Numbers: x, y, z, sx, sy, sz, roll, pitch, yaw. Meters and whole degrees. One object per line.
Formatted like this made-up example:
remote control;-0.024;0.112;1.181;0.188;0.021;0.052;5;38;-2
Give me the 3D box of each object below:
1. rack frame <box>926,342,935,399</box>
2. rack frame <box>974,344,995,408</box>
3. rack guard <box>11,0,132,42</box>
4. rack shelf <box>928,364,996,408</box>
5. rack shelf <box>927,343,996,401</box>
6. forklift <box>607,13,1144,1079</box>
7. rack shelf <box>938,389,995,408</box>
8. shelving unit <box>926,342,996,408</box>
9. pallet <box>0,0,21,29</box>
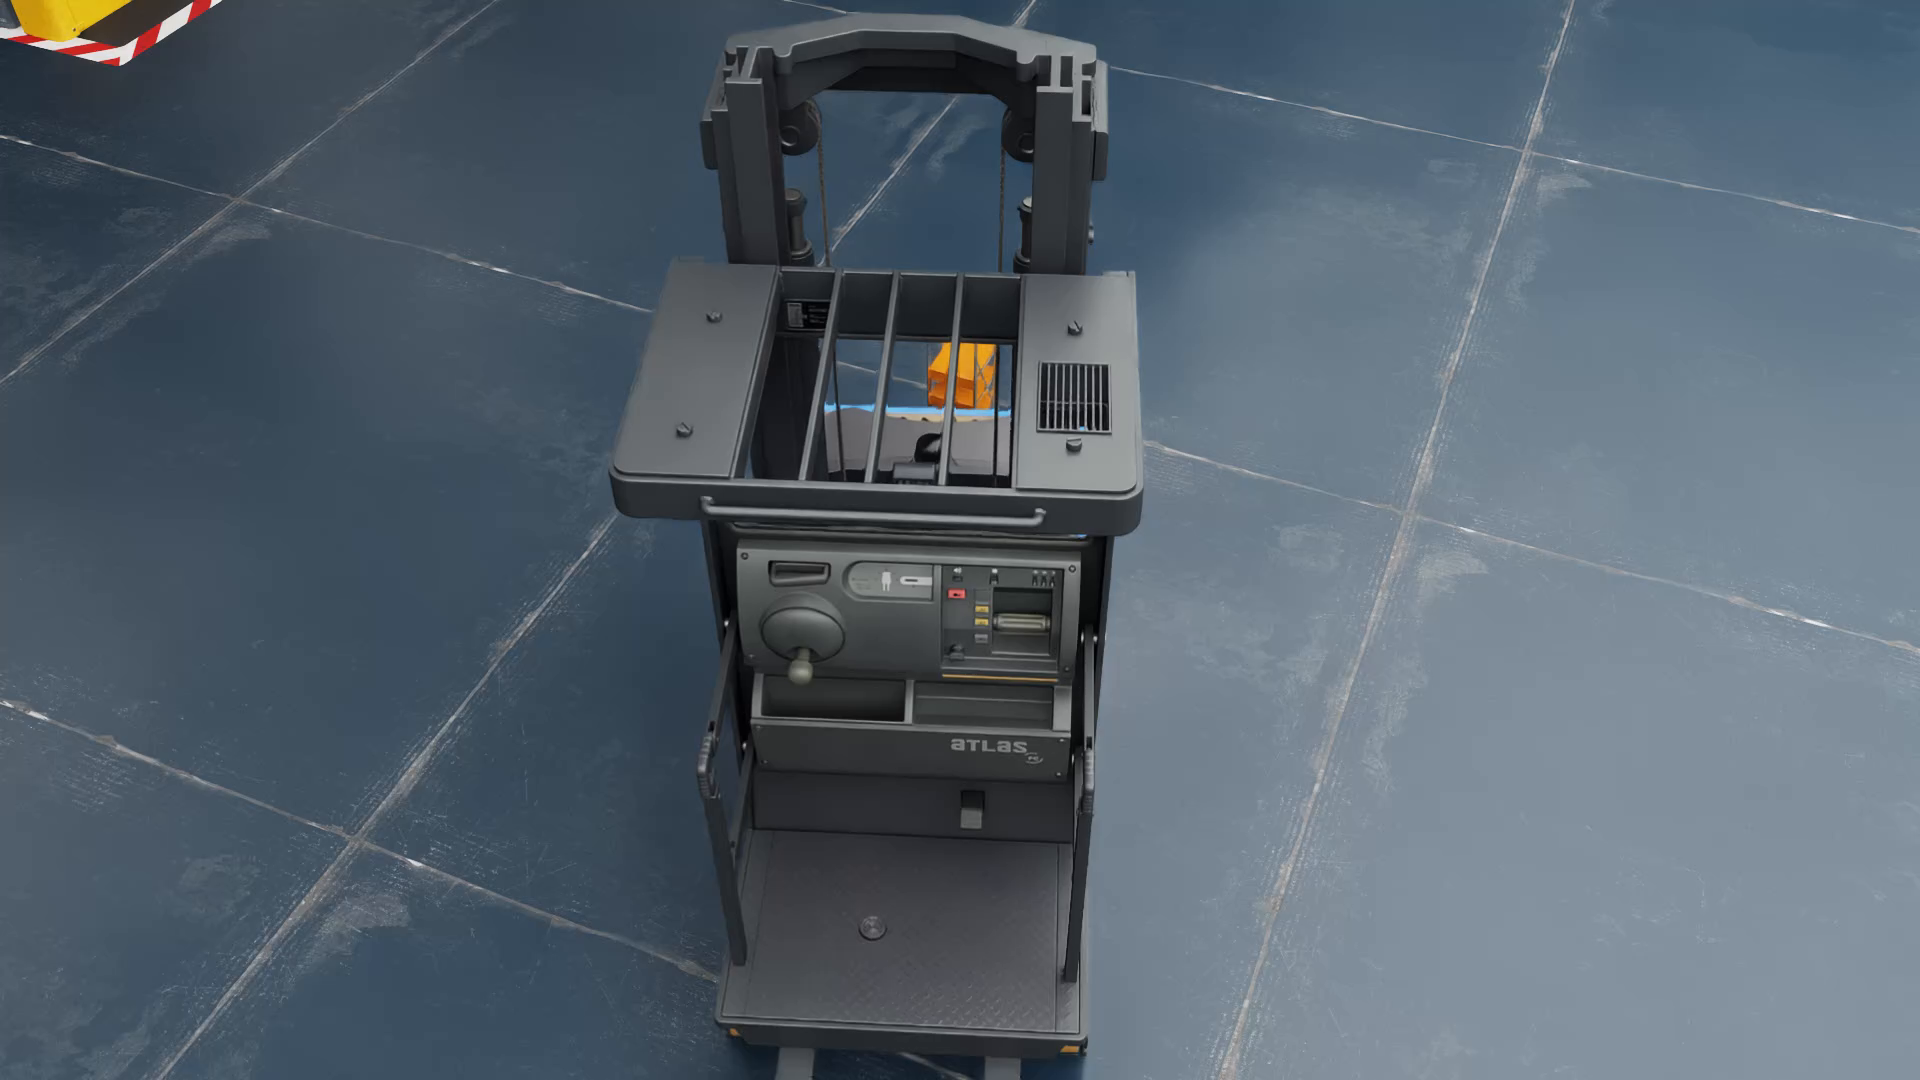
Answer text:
rack frame;-0.071;-0.446;6.348;0.006;1.200;0.240;16;47;16
rack frame;0.098;-0.397;6.298;0.006;1.200;0.240;16;47;16
rack guard;-5.126;-3.483;9.896;0.348;0.500;1.175;16;47;16
rack shelf;0.013;-0.560;6.185;0.180;0.103;0.258;16;47;16
rack shelf;0.013;-0.645;6.100;0.180;0.103;0.258;16;47;16
forklift;-0.151;0.301;4.369;1.130;2.935;3.031;2;45;2
rack shelf;0.013;-0.475;6.270;0.180;0.103;0.258;16;47;16
shelving unit;0.013;-0.421;6.323;0.189;1.200;0.258;16;47;16
pallet;-5.917;-3.553;10.171;1.213;0.211;1.003;16;47;16
